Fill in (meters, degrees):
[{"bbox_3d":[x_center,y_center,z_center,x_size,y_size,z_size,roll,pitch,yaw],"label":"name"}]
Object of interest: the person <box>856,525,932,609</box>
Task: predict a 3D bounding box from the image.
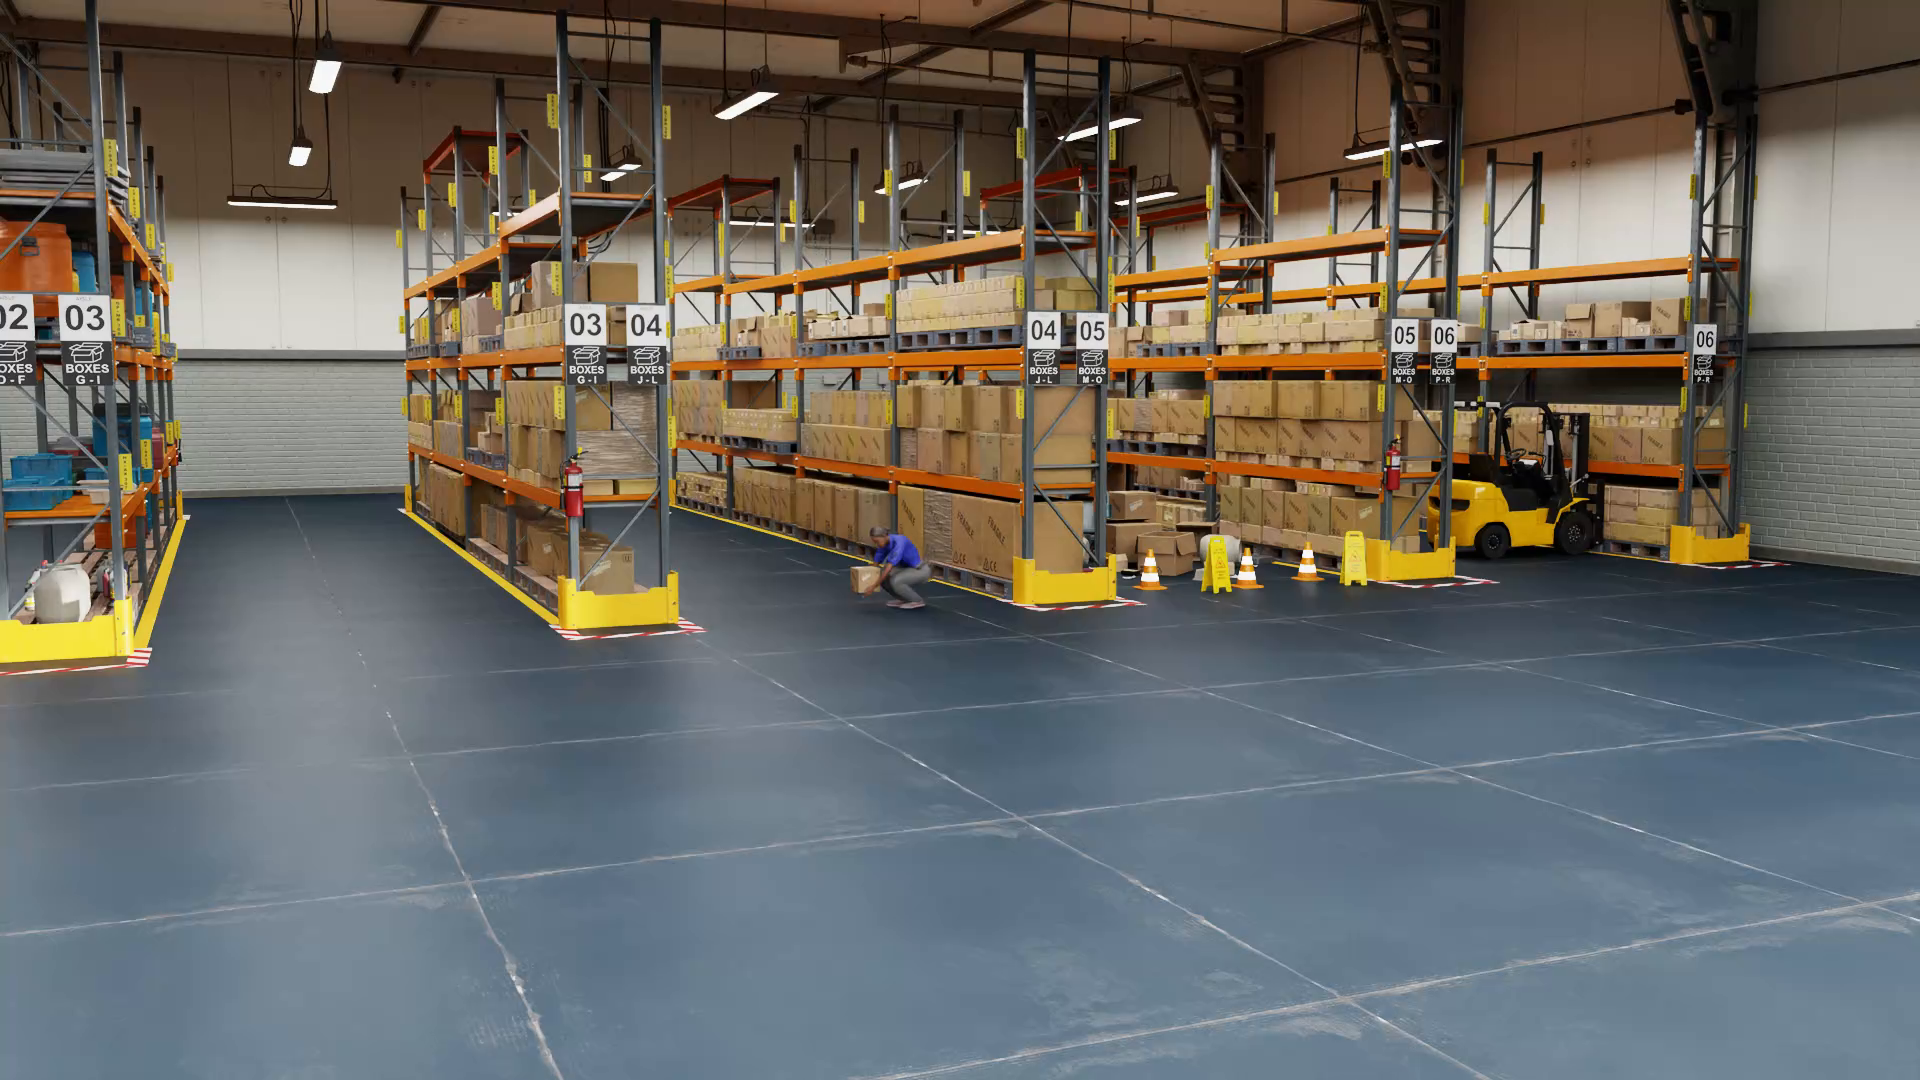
[{"bbox_3d":[-0.706,0.286,17.990,0.822,0.919,0.507,-2,6,-24],"label":"person"}]
